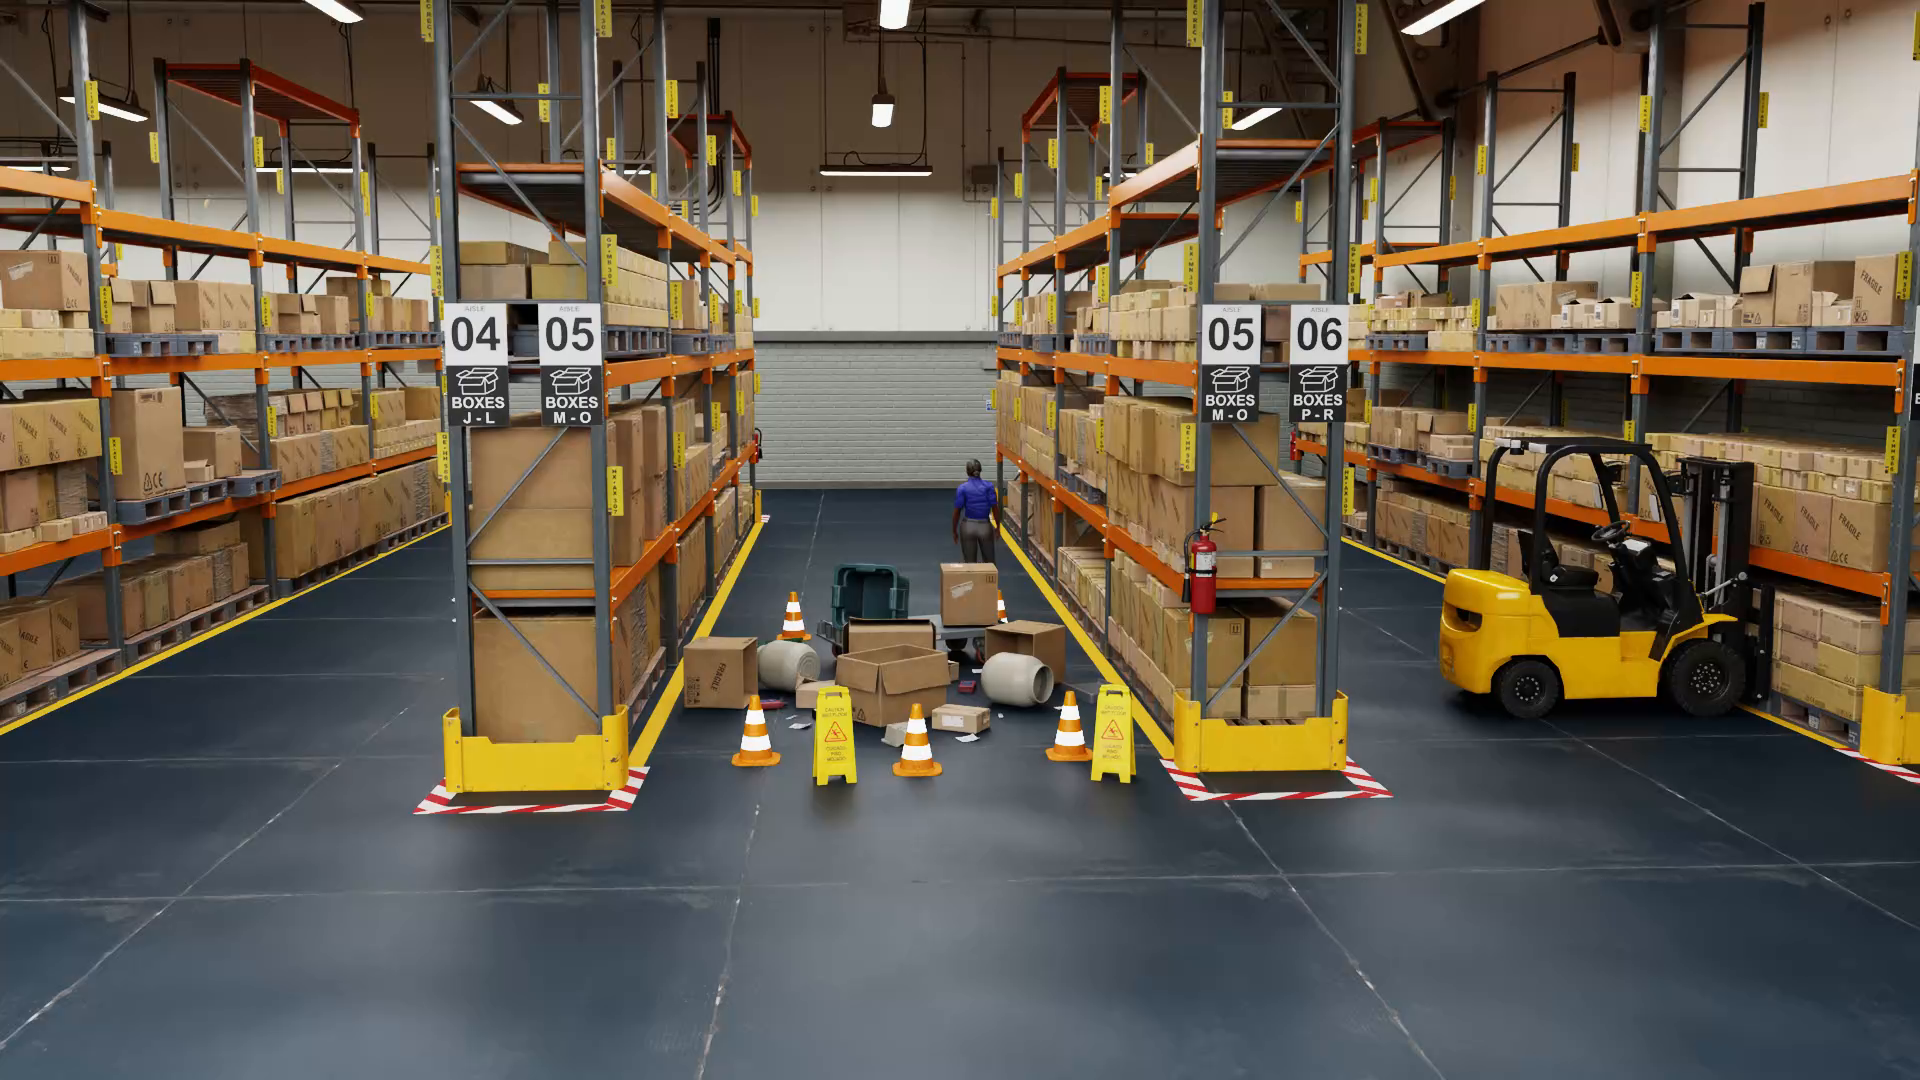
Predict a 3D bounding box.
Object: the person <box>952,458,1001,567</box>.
[{"bbox_3d":[0.193,-0.089,18.435,0.569,1.654,0.504,0,7,-4],"label":"person"}]
